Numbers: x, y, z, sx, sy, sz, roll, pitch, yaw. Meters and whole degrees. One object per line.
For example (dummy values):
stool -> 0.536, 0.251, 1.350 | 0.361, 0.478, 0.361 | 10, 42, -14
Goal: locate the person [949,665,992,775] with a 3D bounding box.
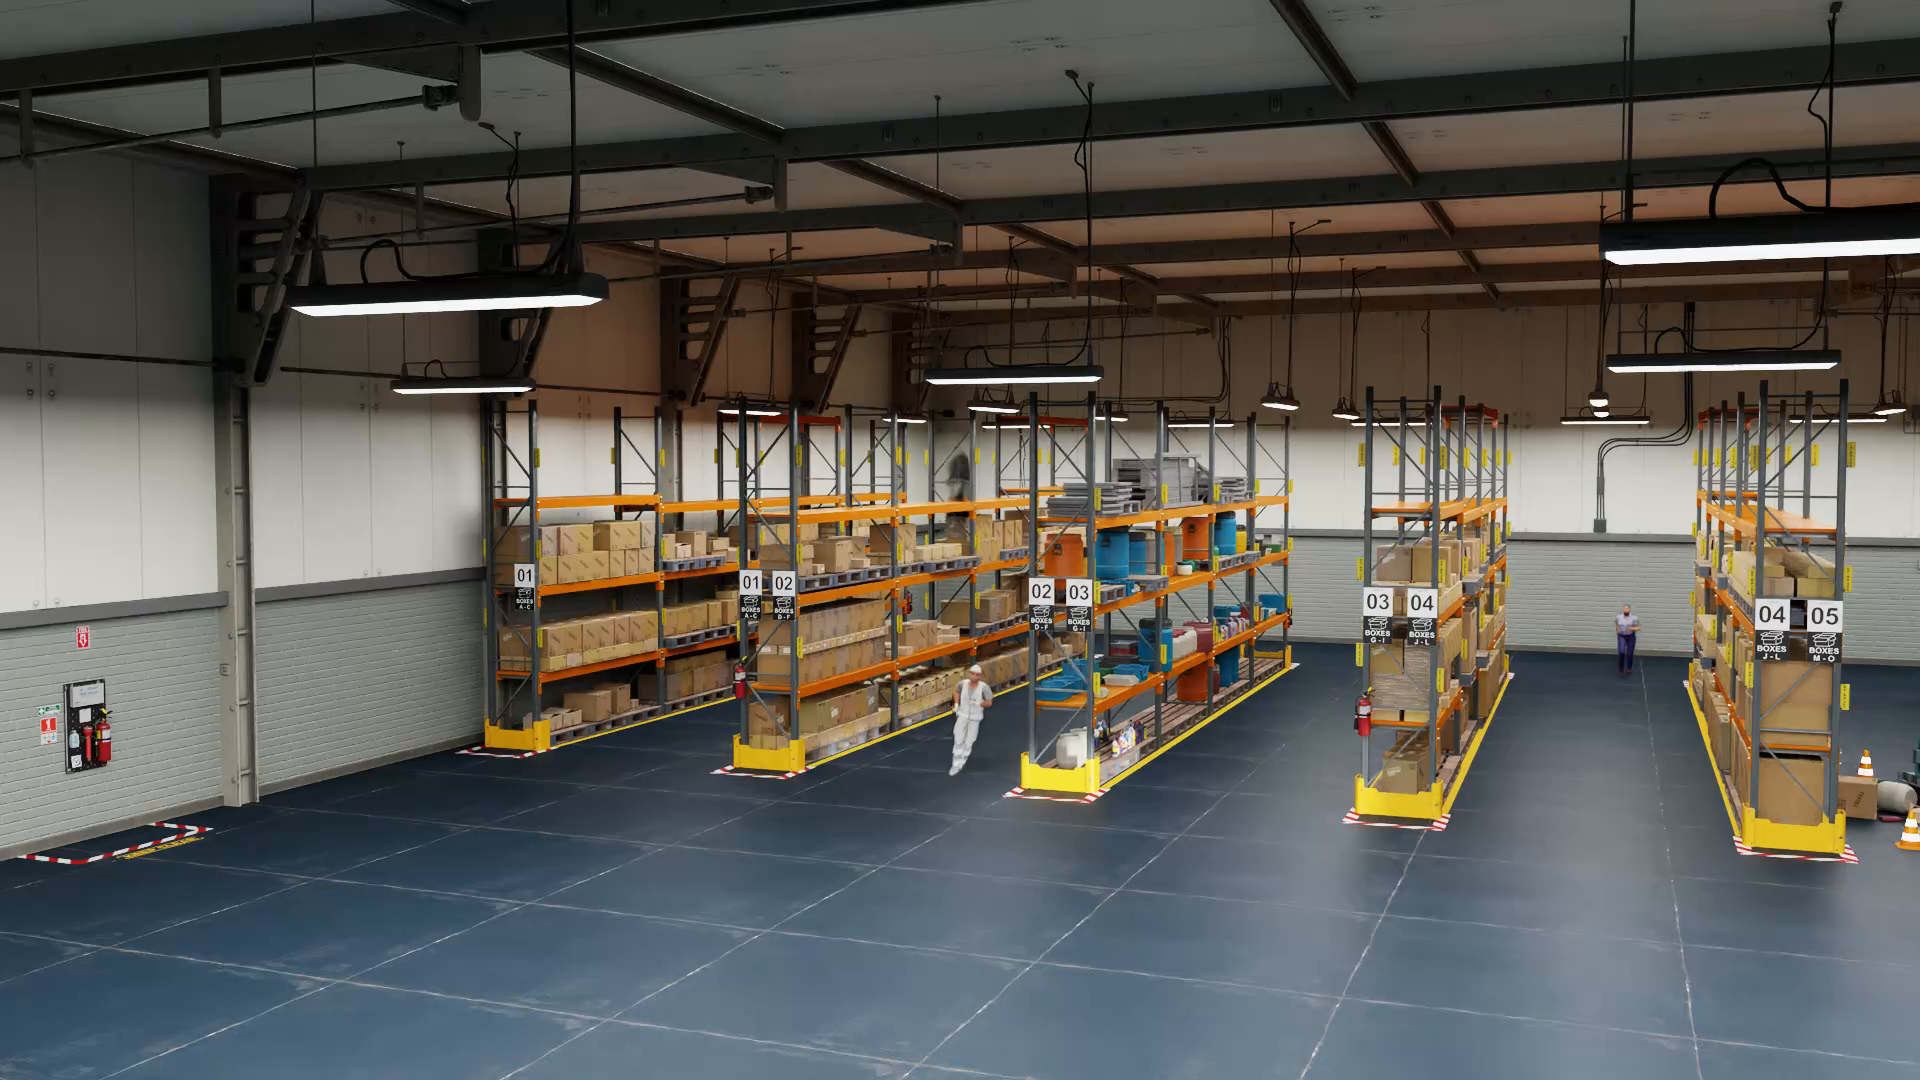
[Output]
person -> 0.176, 2.853, 26.387 | 0.692, 1.795, 0.697 | 0, 3, 4

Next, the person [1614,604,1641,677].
person -> 15.302, 2.314, 38.130 | 0.584, 1.697, 0.725 | 1, 3, 25
